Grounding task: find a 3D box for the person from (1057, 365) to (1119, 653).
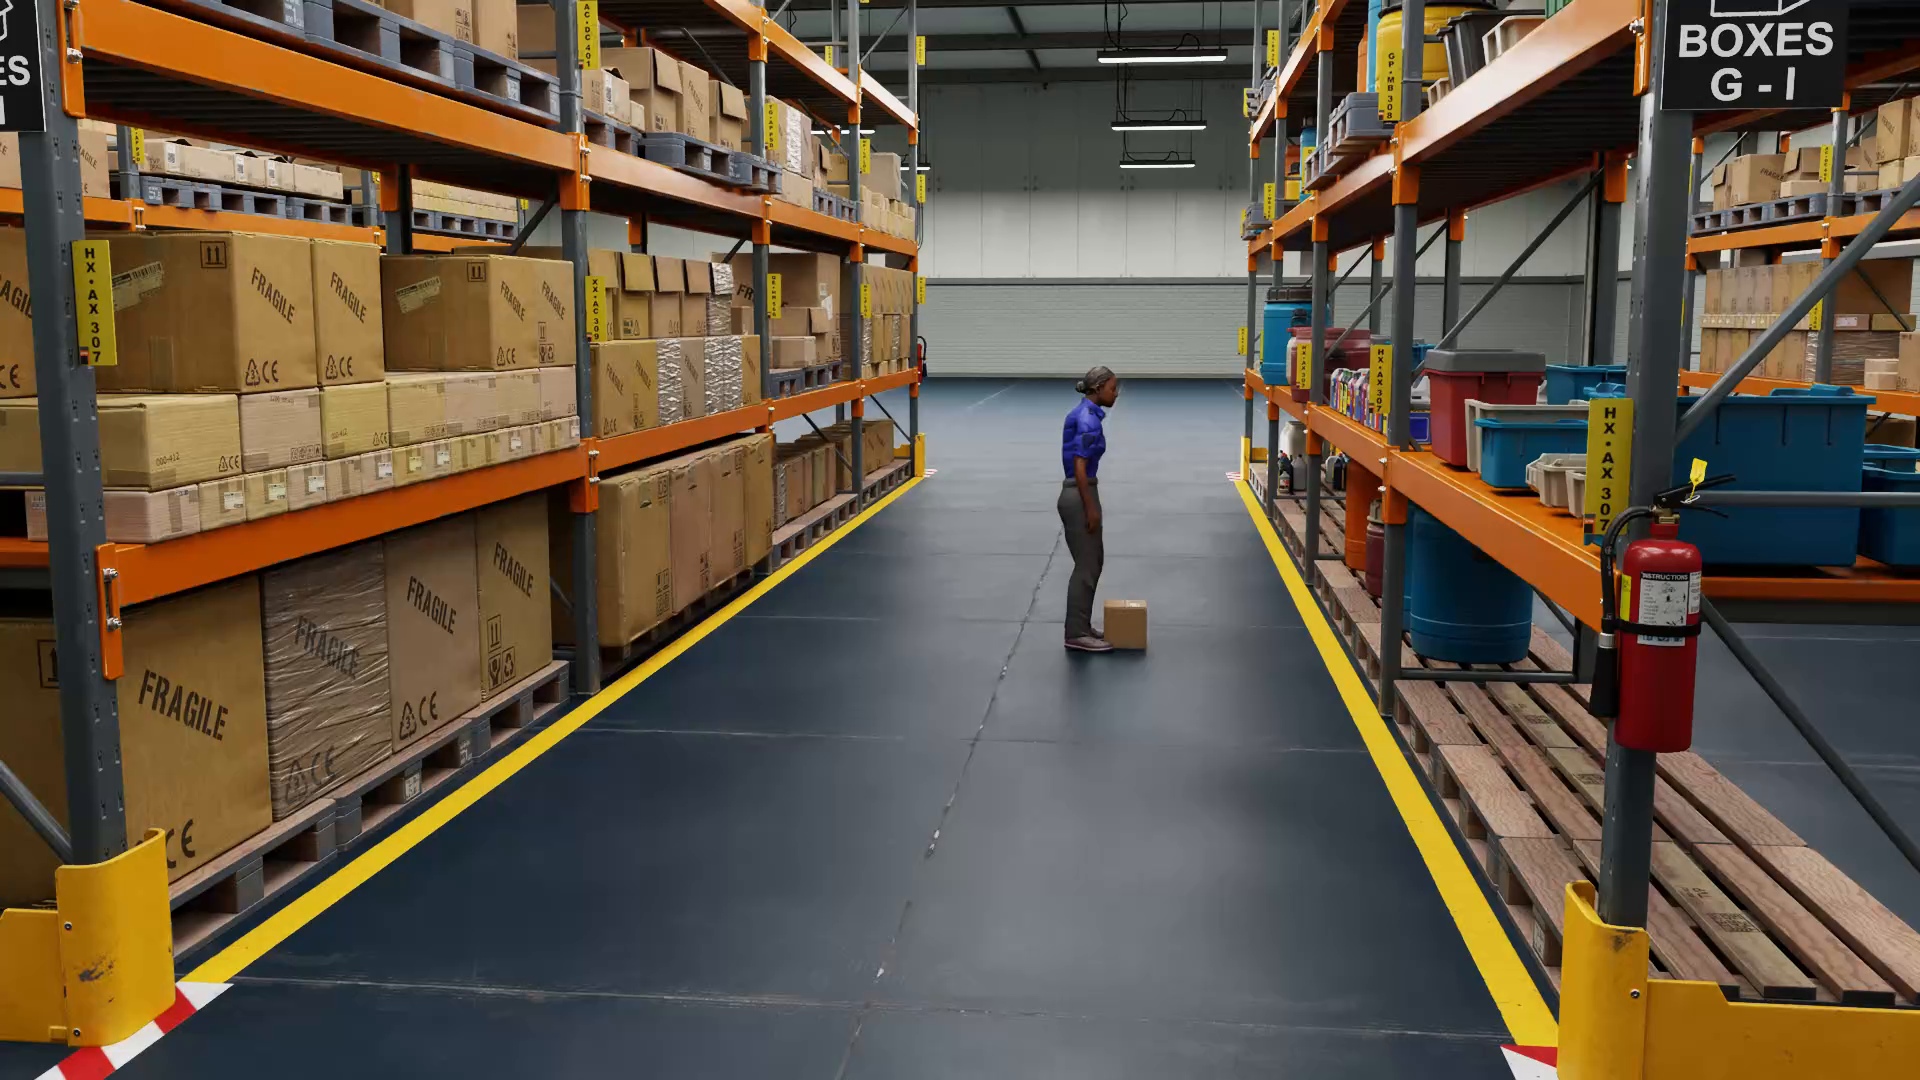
[{"bbox_3d":[0.750,-0.198,9.785,0.352,1.654,0.518,1,8,5],"label":"person"}]
